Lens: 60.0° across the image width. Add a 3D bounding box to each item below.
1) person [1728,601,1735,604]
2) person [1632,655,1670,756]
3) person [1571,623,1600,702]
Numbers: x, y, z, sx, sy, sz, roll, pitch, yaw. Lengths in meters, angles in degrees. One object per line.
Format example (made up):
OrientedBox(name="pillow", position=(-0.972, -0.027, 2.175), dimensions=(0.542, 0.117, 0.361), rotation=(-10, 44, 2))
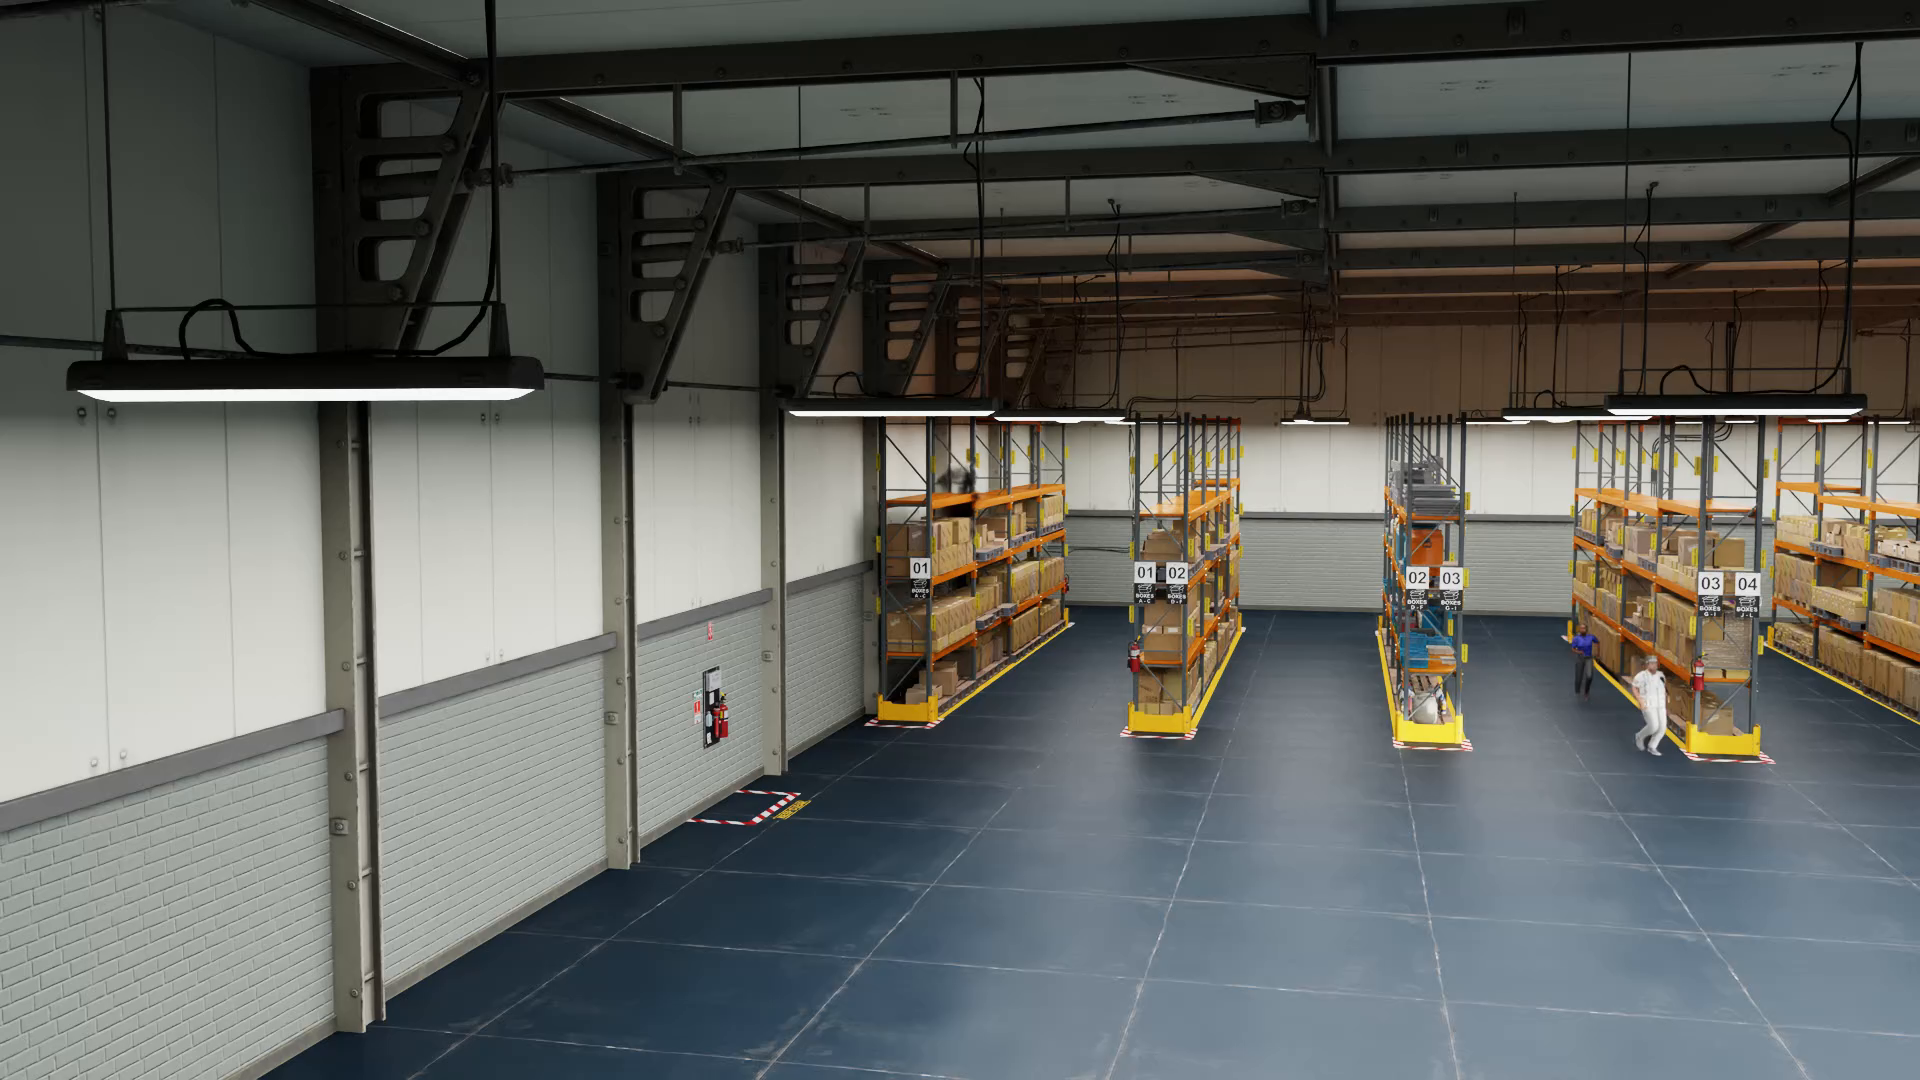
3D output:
OrientedBox(name="person", position=(19.406, 2.050, 41.270), dimensions=(0.677, 1.826, 0.773), rotation=(1, 4, 12))
OrientedBox(name="person", position=(12.169, 2.888, 29.161), dimensions=(0.622, 1.733, 0.533), rotation=(-1, 4, -8))
OrientedBox(name="person", position=(13.039, 2.556, 34.687), dimensions=(0.583, 1.625, 0.840), rotation=(1, 4, 18))
